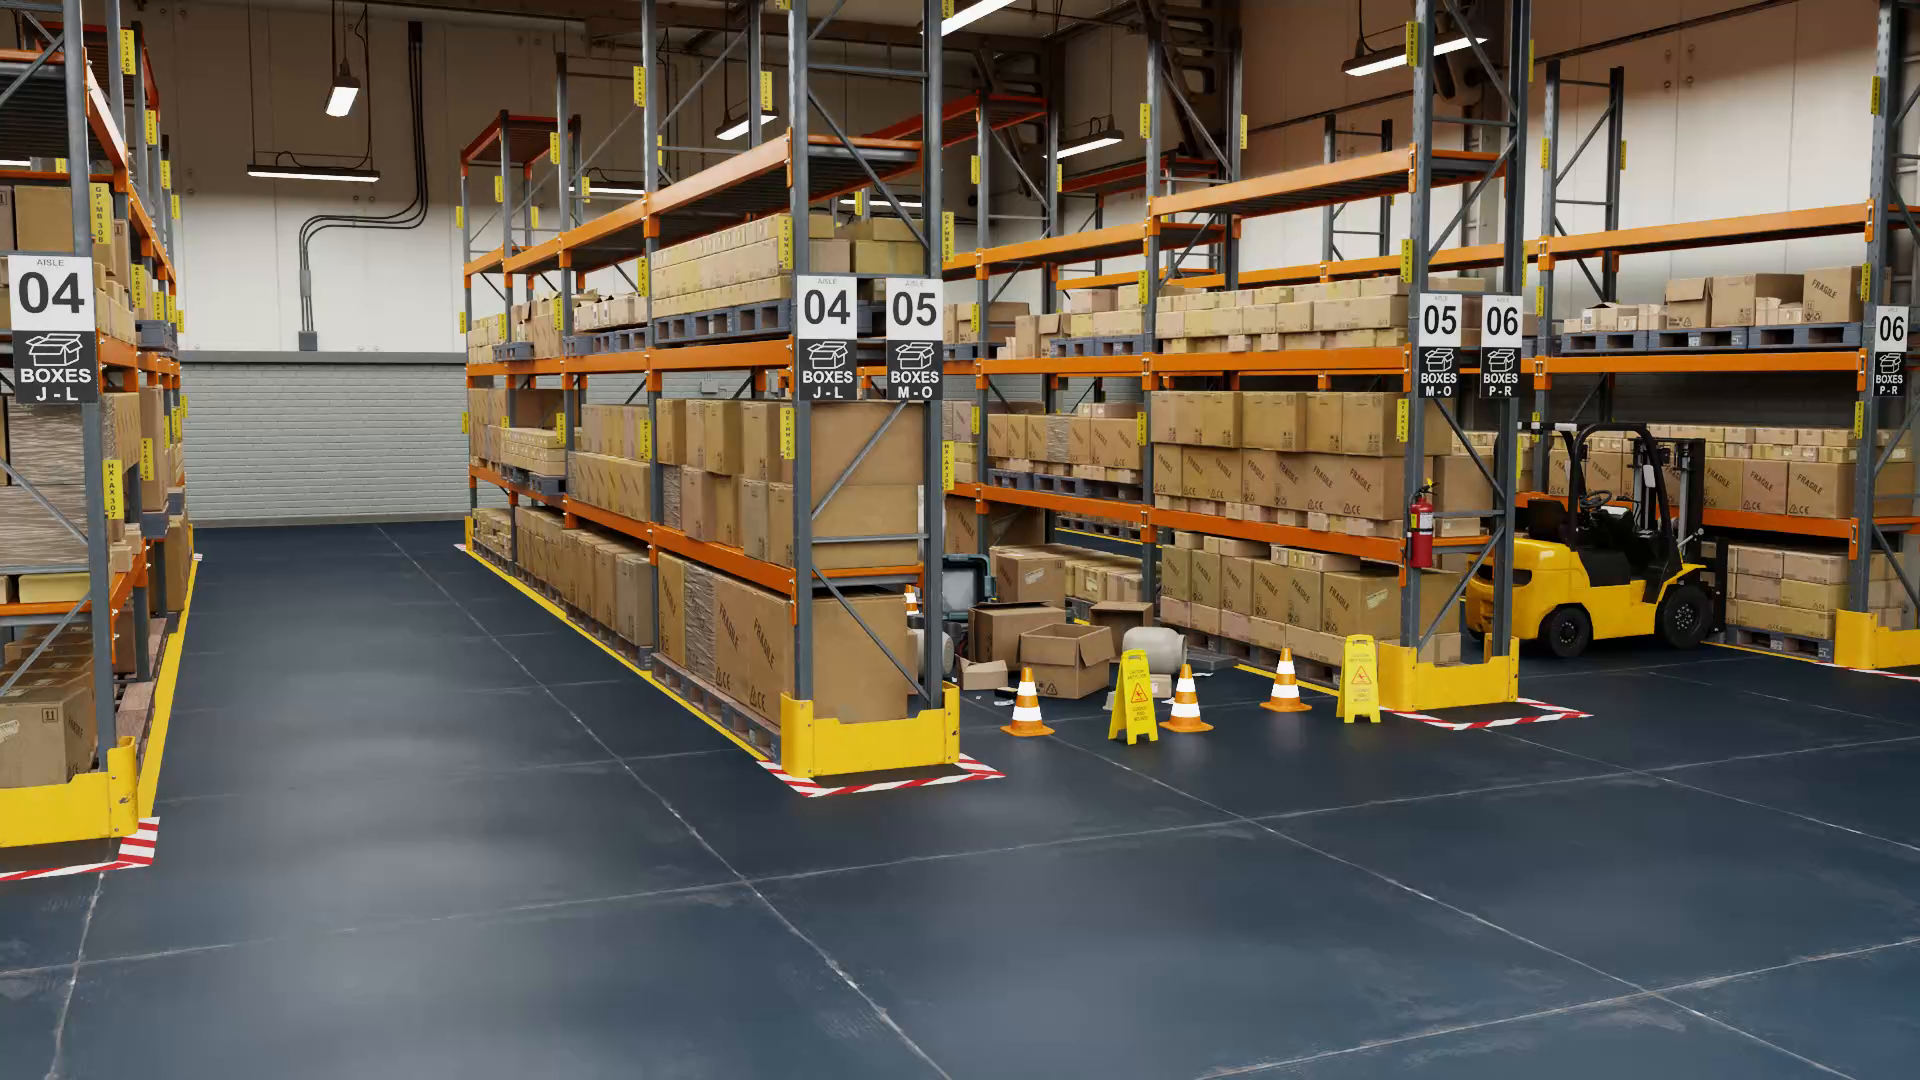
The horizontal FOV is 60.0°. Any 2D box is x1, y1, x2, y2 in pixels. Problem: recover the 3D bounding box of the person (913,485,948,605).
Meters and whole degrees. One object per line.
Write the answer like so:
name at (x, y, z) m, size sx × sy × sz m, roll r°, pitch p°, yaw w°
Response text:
person at (-0.416, -0.151, 19.094) m, size 0.494 × 1.766 × 0.569 m, roll -2°, pitch 6°, yaw -23°
